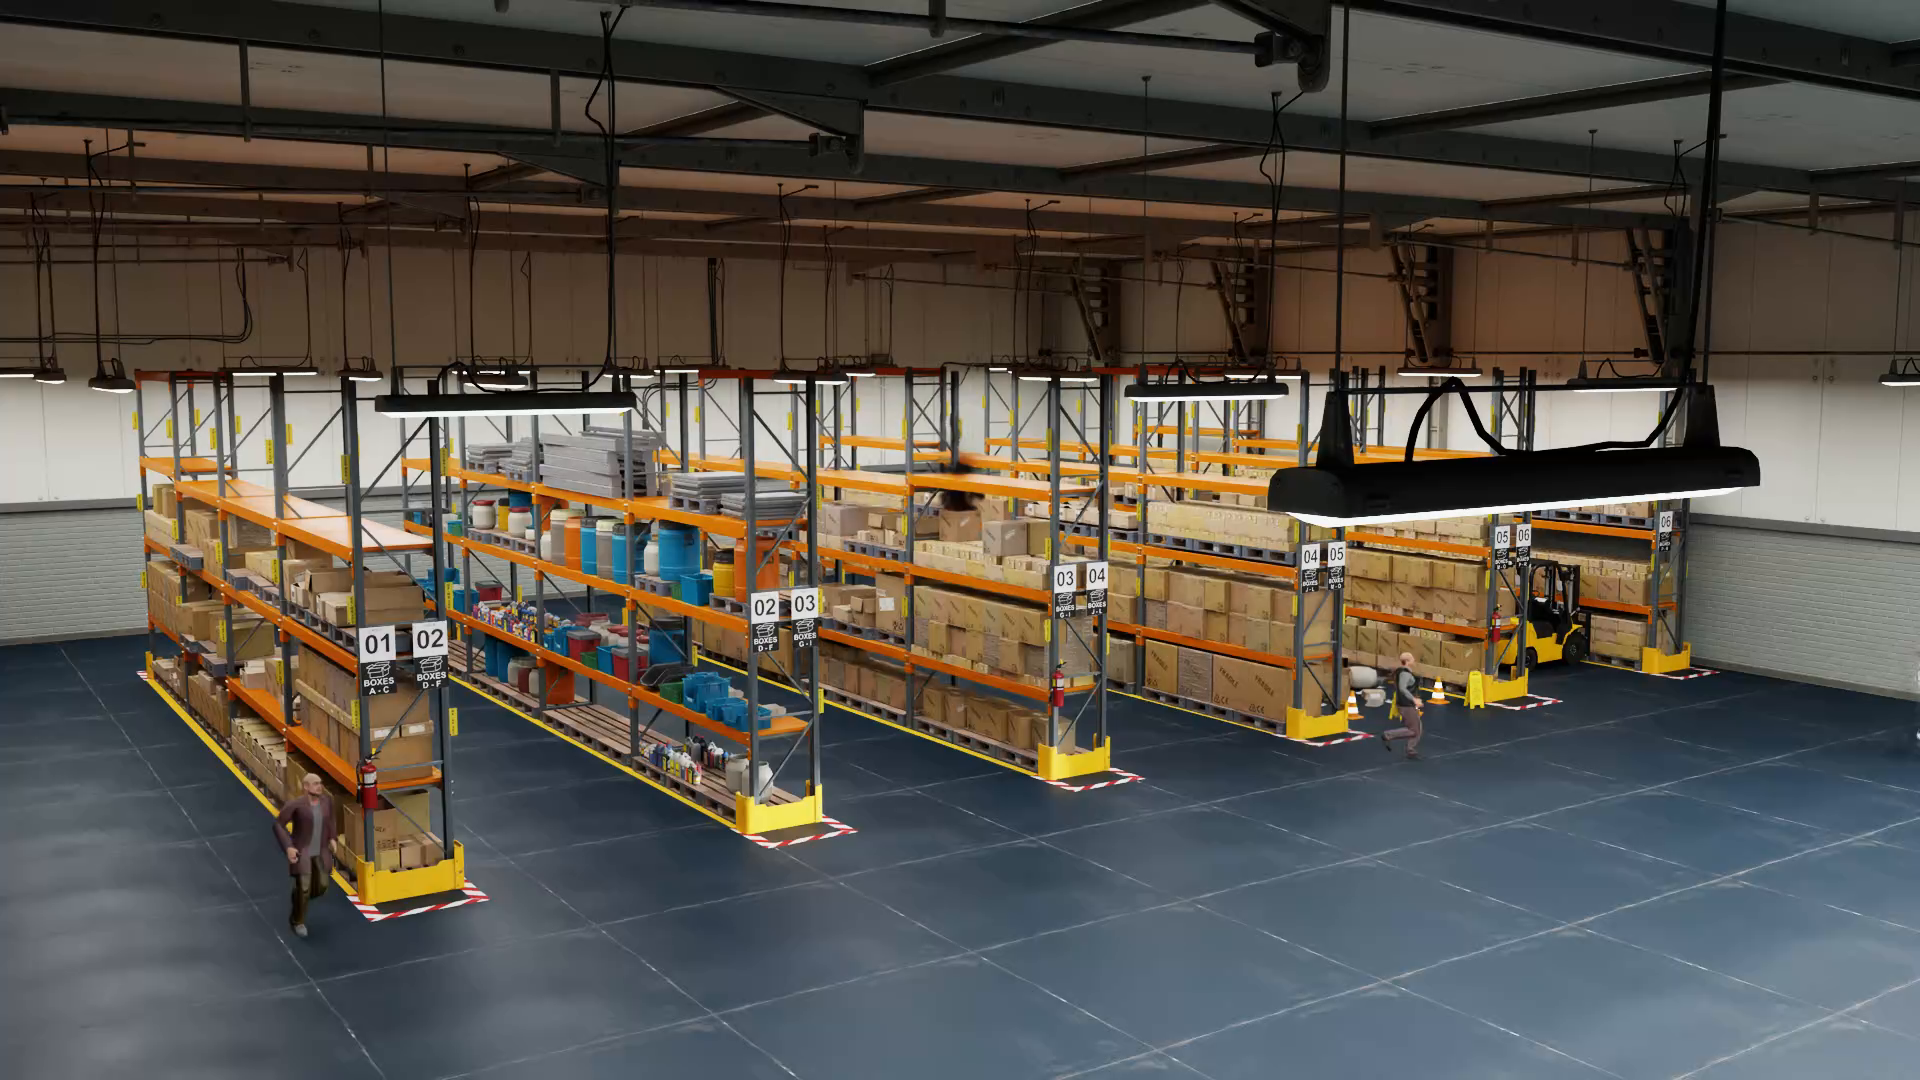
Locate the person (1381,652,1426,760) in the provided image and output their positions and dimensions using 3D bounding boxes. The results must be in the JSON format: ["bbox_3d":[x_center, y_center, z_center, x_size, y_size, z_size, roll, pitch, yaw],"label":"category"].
[{"bbox_3d":[6.925,2.584,25.938,0.708,1.681,0.676,1,7,9],"label":"person"}]

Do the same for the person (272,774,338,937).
[{"bbox_3d":[-7.184,3.430,18.329,0.607,1.724,0.755,5,8,40],"label":"person"}]
